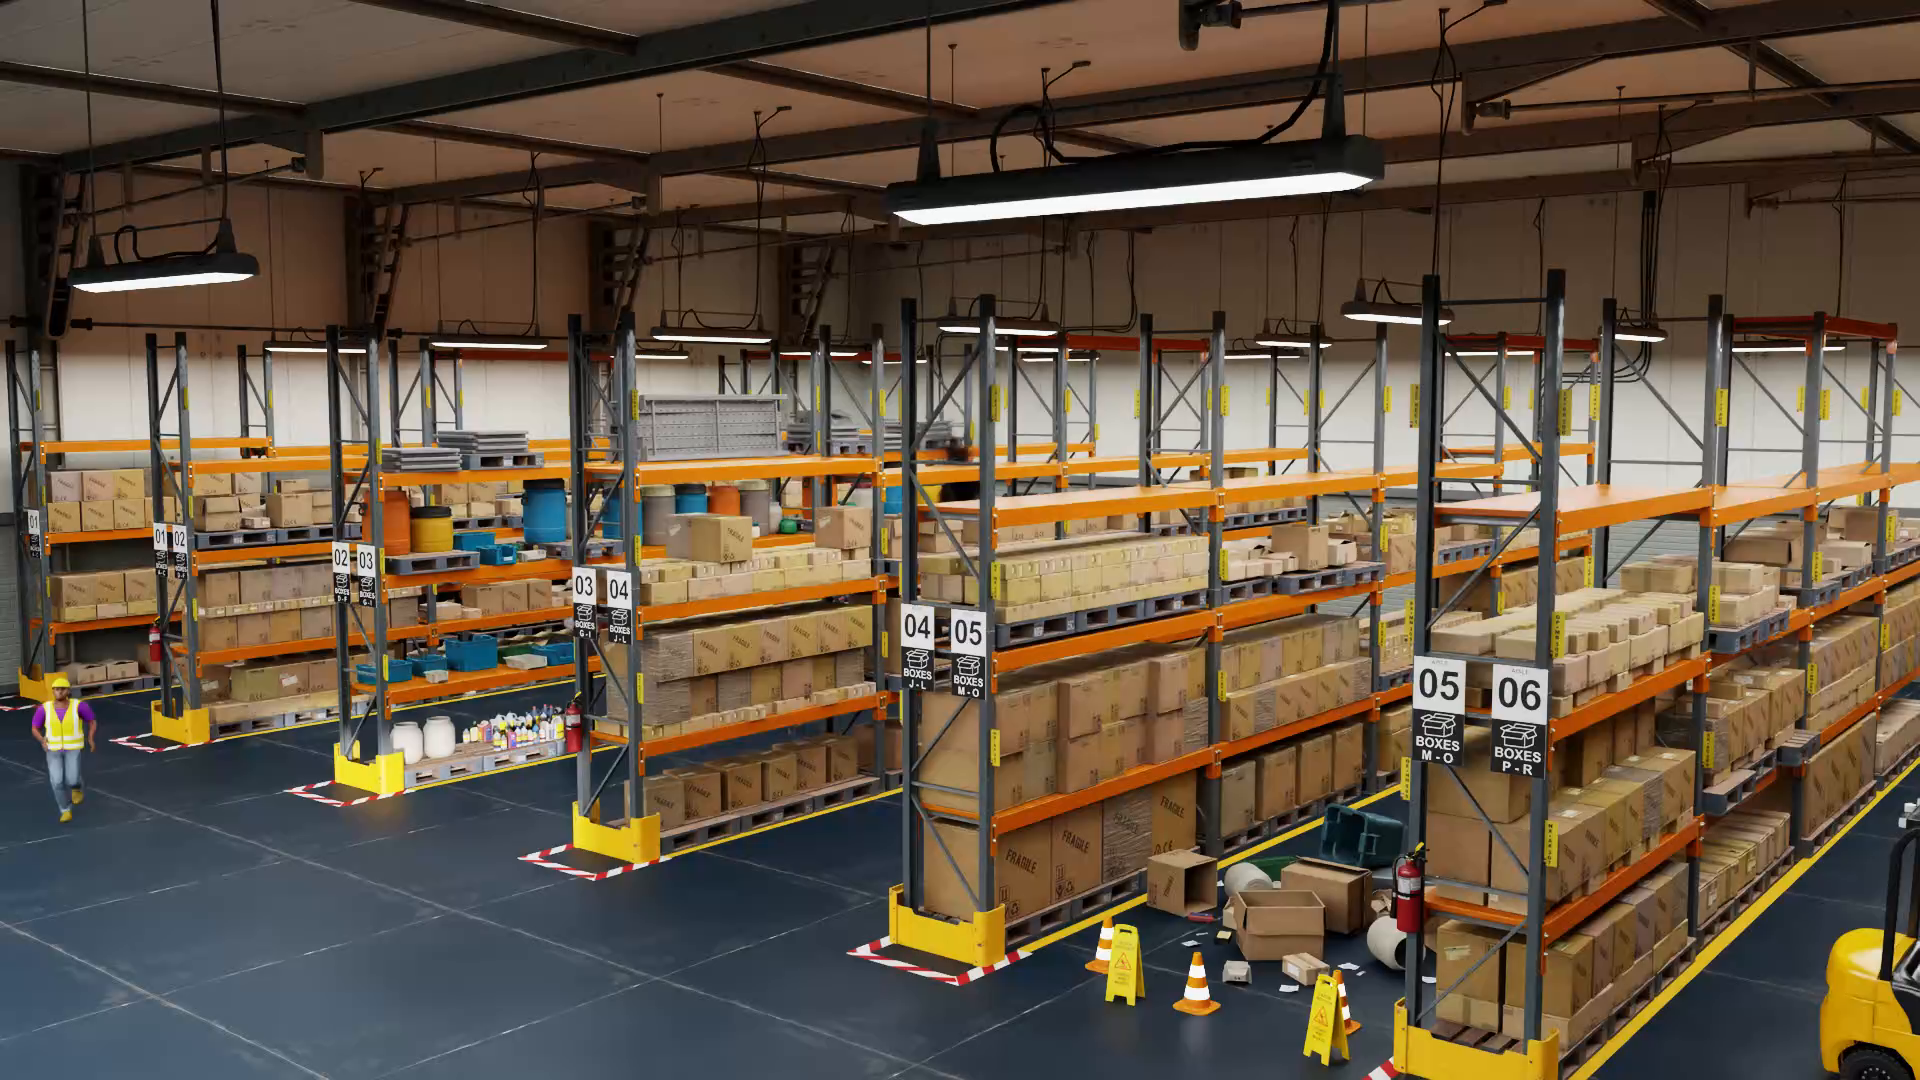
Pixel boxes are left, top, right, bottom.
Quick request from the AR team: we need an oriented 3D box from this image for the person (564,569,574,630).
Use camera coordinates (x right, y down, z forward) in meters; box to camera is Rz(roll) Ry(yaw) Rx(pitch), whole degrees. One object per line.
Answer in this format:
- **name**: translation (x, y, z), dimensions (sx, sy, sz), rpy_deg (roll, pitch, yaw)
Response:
- **person**: translation (-7.447, 1.377, 32.325), dimensions (0.663, 1.757, 0.782), rpy_deg (3, 6, 33)

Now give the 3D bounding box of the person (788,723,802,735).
- **person**: translation (-2.433, 2.049, 24.193), dimensions (0.690, 1.656, 0.597), rpy_deg (2, 6, 24)

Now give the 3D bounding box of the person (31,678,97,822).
- **person**: translation (-10.796, 2.512, 20.039), dimensions (0.703, 1.723, 0.587), rpy_deg (-2, 6, -23)
